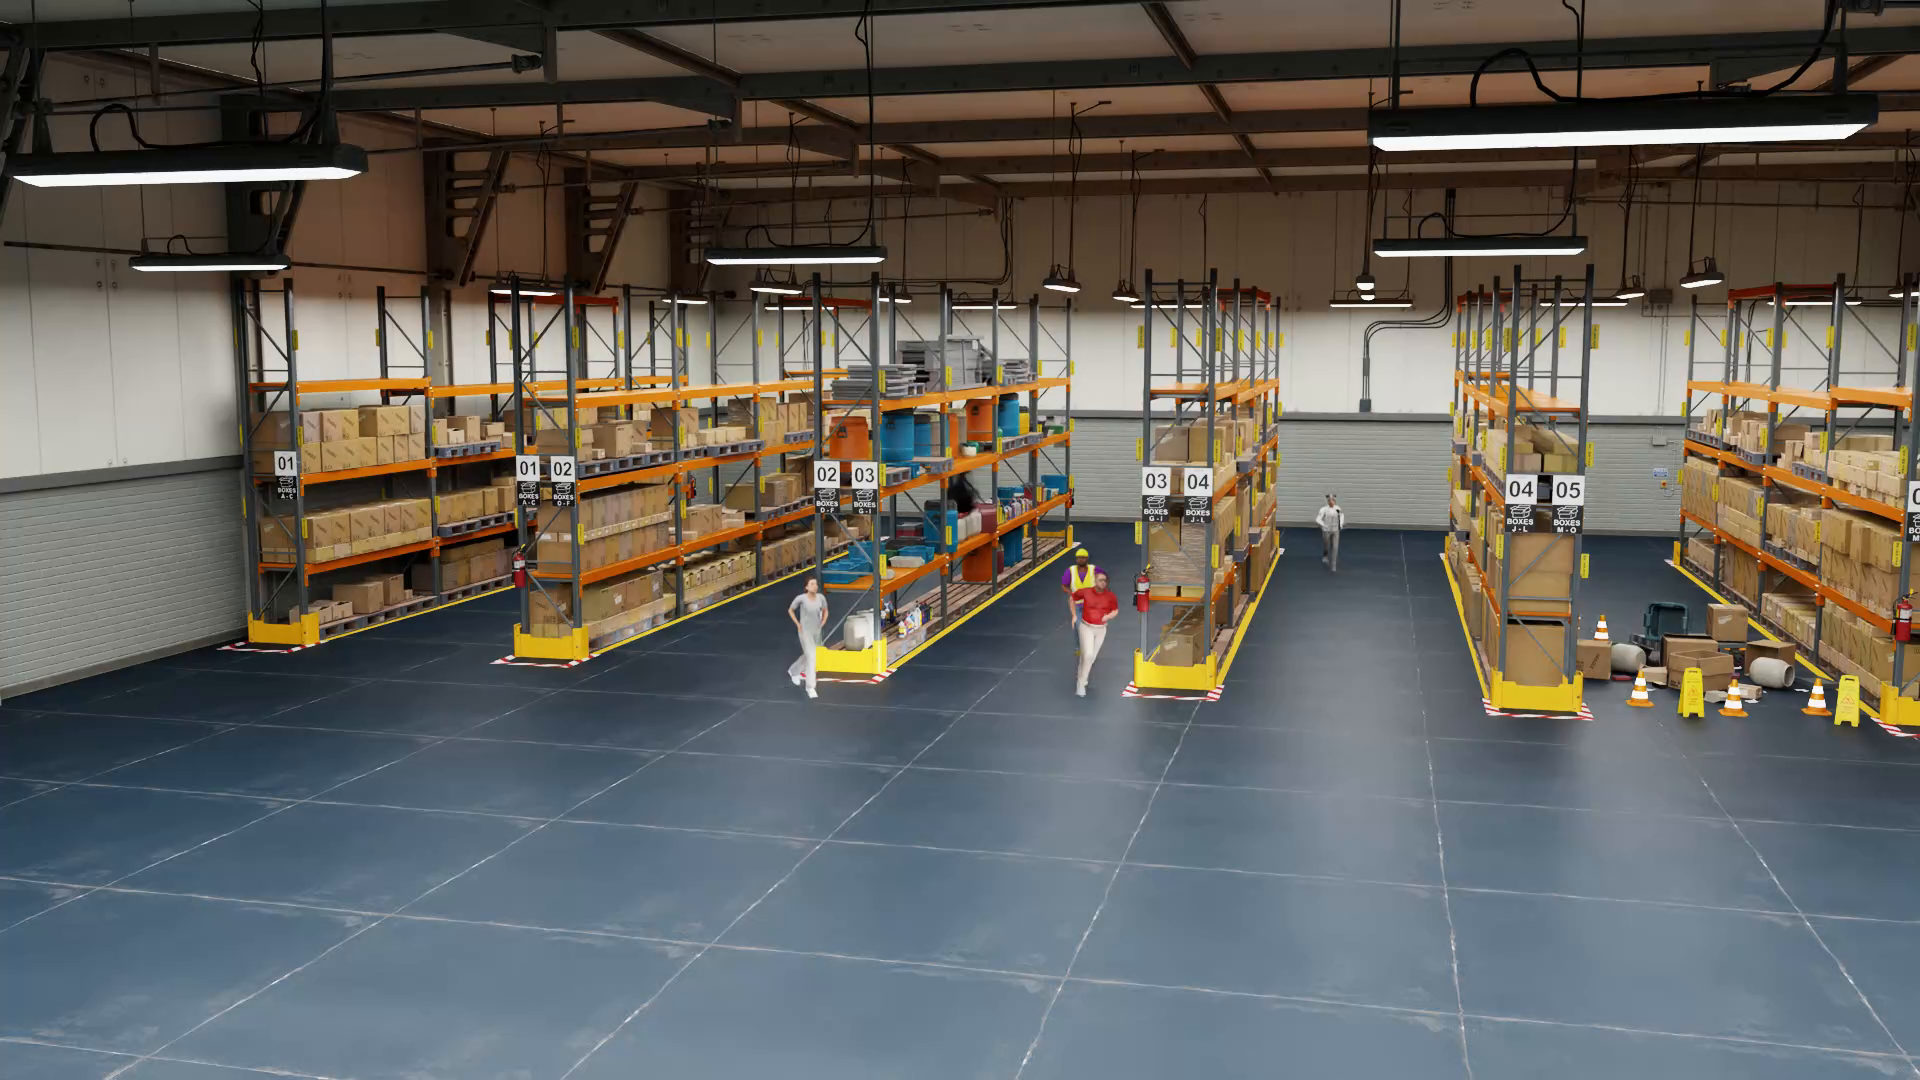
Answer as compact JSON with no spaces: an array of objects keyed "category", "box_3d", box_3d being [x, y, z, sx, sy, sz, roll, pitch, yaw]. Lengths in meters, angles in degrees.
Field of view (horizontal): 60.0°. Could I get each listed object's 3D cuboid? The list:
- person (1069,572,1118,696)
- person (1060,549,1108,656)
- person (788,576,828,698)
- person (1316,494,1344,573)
[{"category":"person","box_3d":[1.910,1.324,23.857,0.672,1.754,0.809,-2,7,-14]},{"category":"person","box_3d":[1.928,1.038,25.988,0.721,1.822,0.729,1,7,12]},{"category":"person","box_3d":[-2.162,1.343,23.714,0.569,1.701,0.835,-5,8,-35]},{"category":"person","box_3d":[8.075,-0.178,36.213,0.629,1.683,0.944,0,7,3]}]
